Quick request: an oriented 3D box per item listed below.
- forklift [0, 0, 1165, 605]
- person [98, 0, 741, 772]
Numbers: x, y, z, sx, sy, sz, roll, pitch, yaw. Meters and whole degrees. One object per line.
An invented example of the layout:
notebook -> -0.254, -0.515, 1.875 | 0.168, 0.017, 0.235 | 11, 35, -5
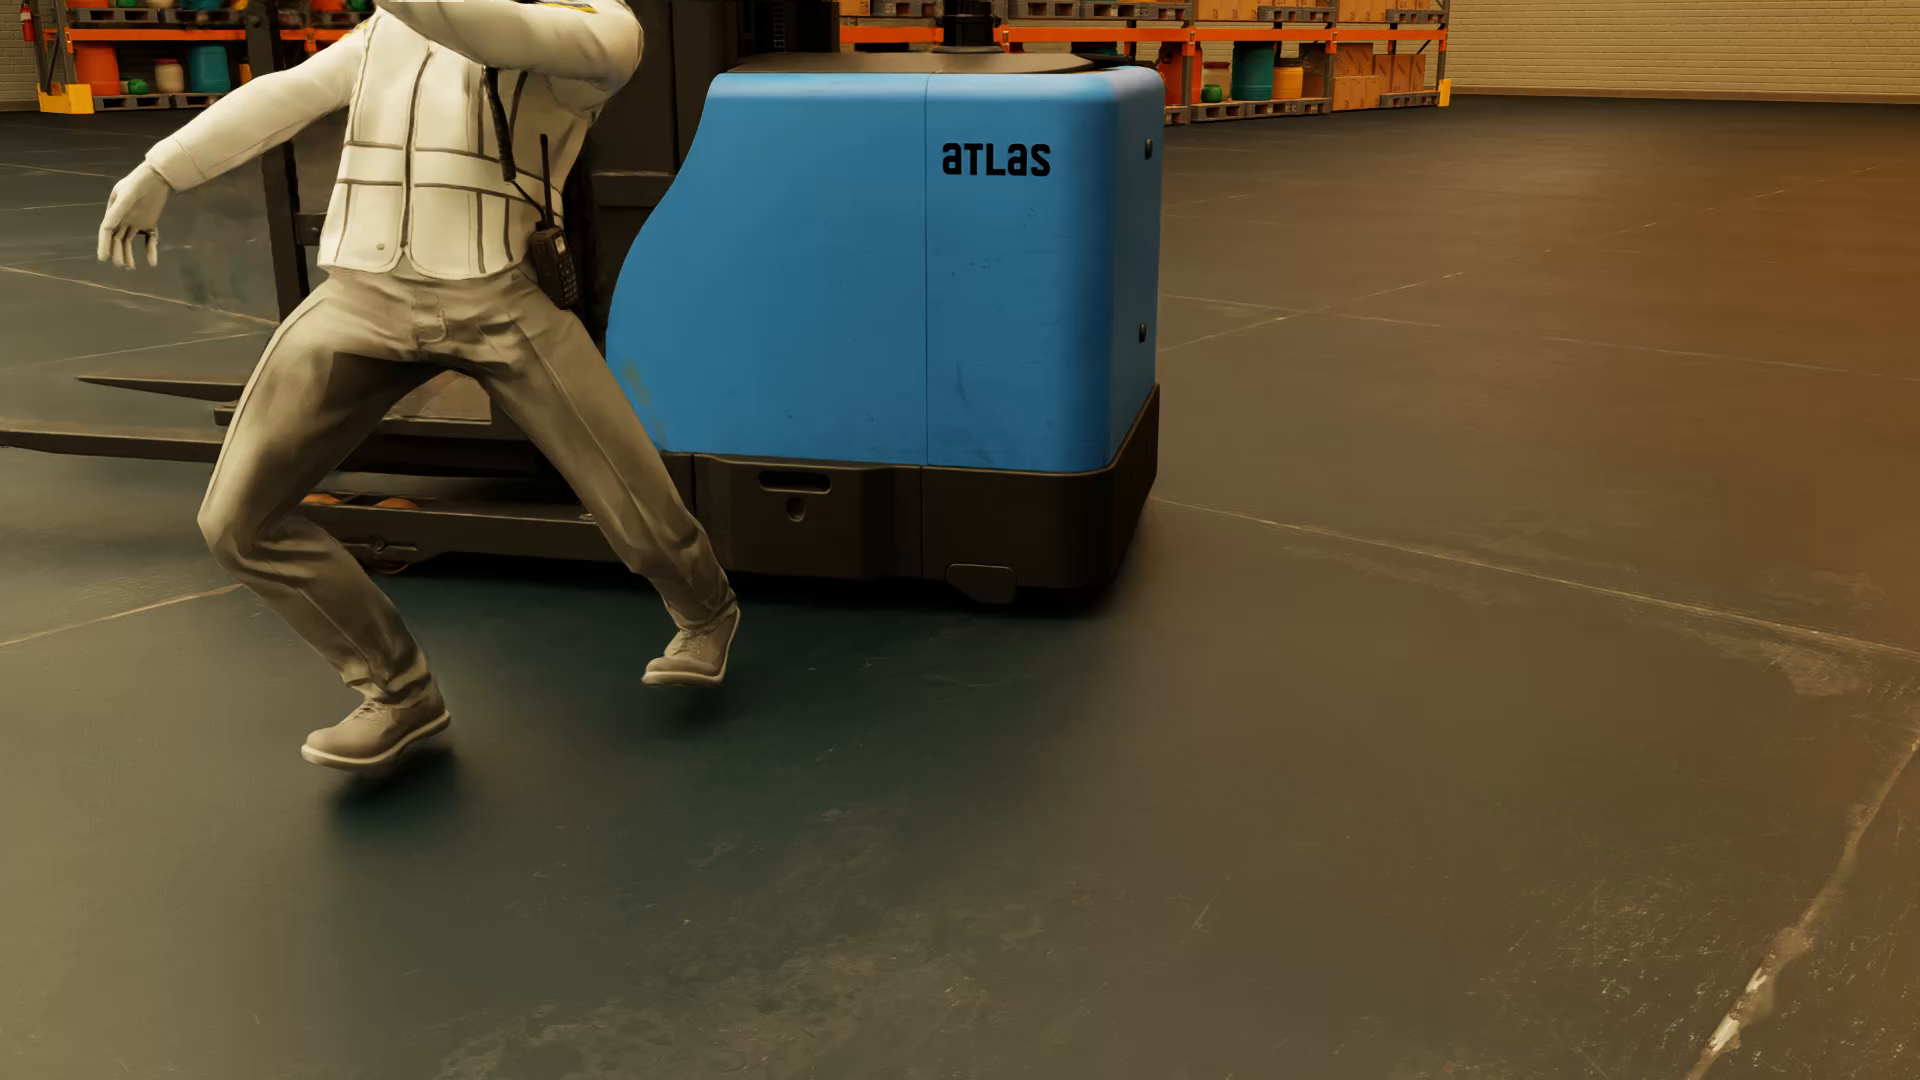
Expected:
forklift -> -1.071, -1.472, 3.746 | 3.031, 2.935, 1.130 | 4, 17, 12
person -> -0.851, -0.383, 2.553 | 0.871, 1.463, 0.778 | 2, 17, 8
